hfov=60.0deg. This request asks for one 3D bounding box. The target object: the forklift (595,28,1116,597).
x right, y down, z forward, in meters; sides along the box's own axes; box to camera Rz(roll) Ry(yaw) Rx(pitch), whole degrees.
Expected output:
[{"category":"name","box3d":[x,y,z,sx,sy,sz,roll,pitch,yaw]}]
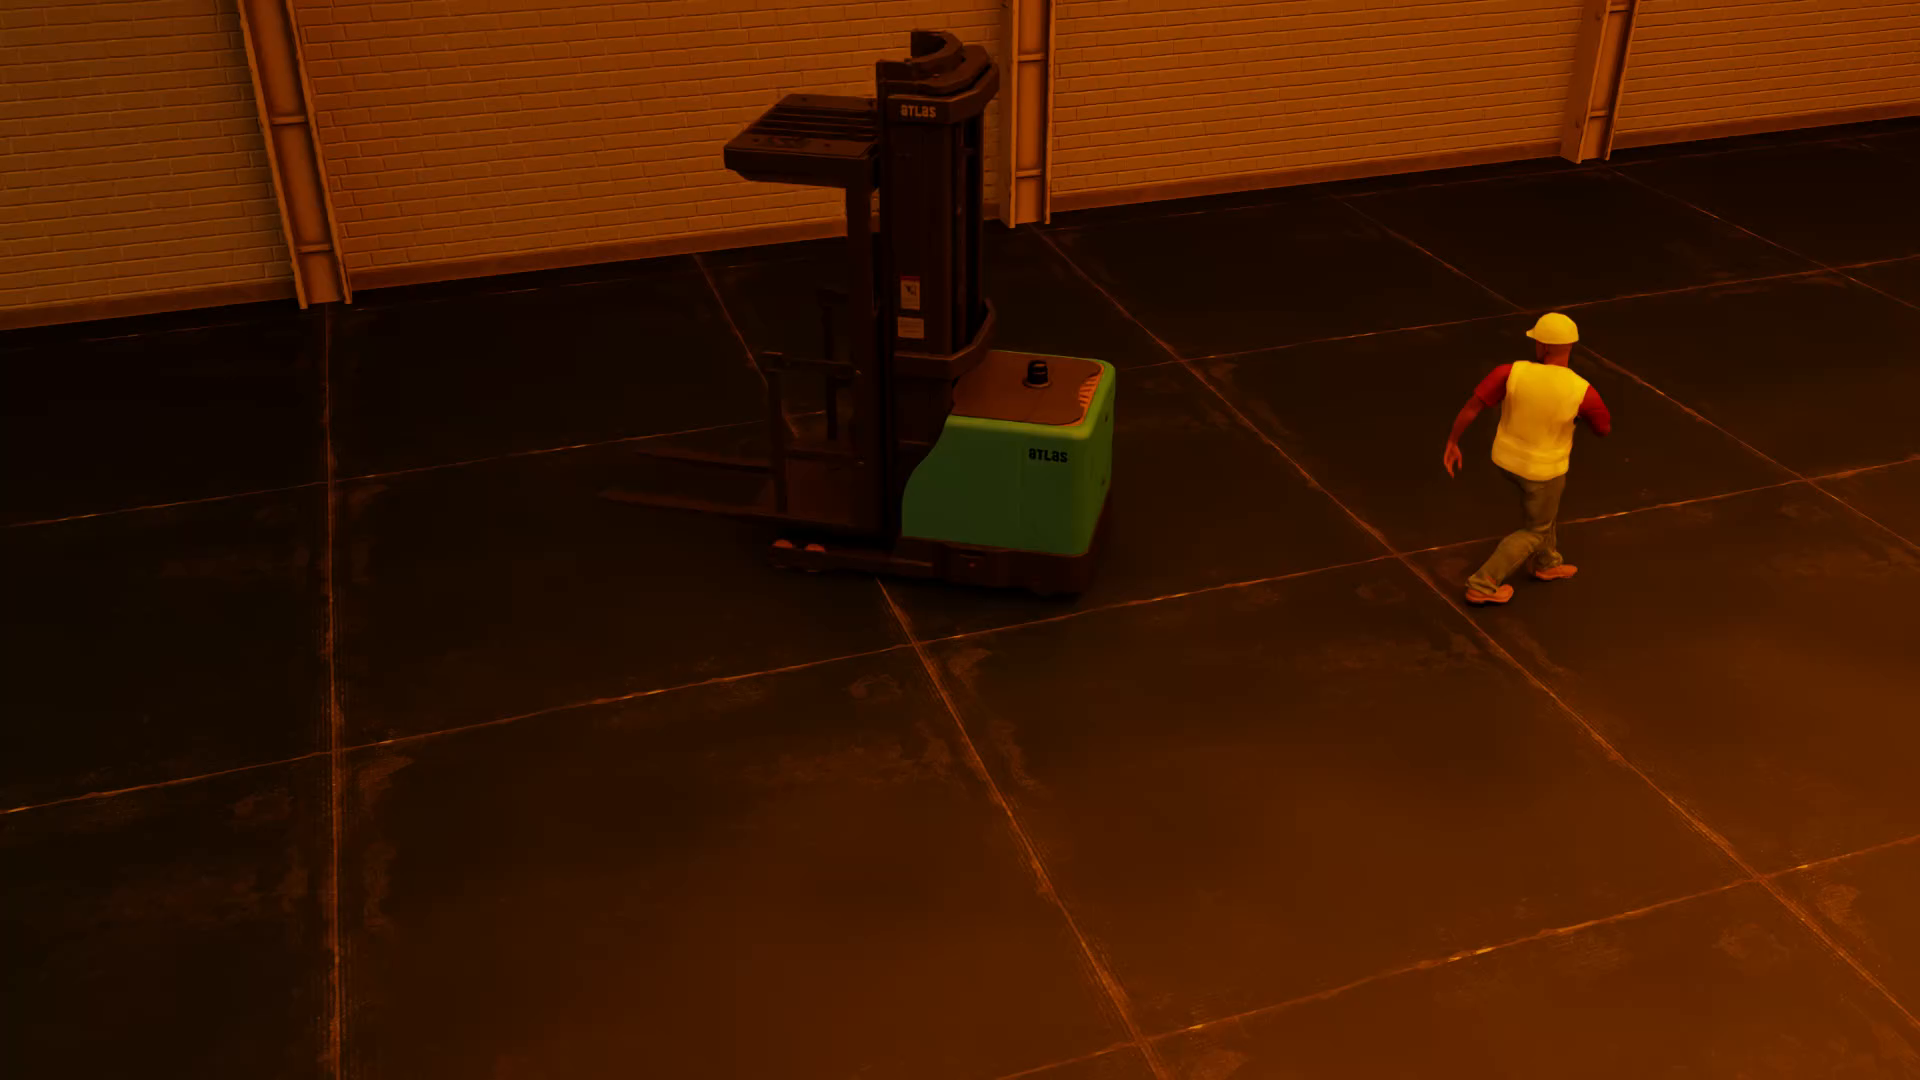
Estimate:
[{"category":"forklift","box3d":[-0.653,-1.326,9.392,3.031,2.935,1.130,7,31,12]}]

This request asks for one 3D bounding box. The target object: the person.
[{"category":"person","box3d":[3.170,-0.441,9.133,0.987,1.704,0.582,-17,34,-27]}]
